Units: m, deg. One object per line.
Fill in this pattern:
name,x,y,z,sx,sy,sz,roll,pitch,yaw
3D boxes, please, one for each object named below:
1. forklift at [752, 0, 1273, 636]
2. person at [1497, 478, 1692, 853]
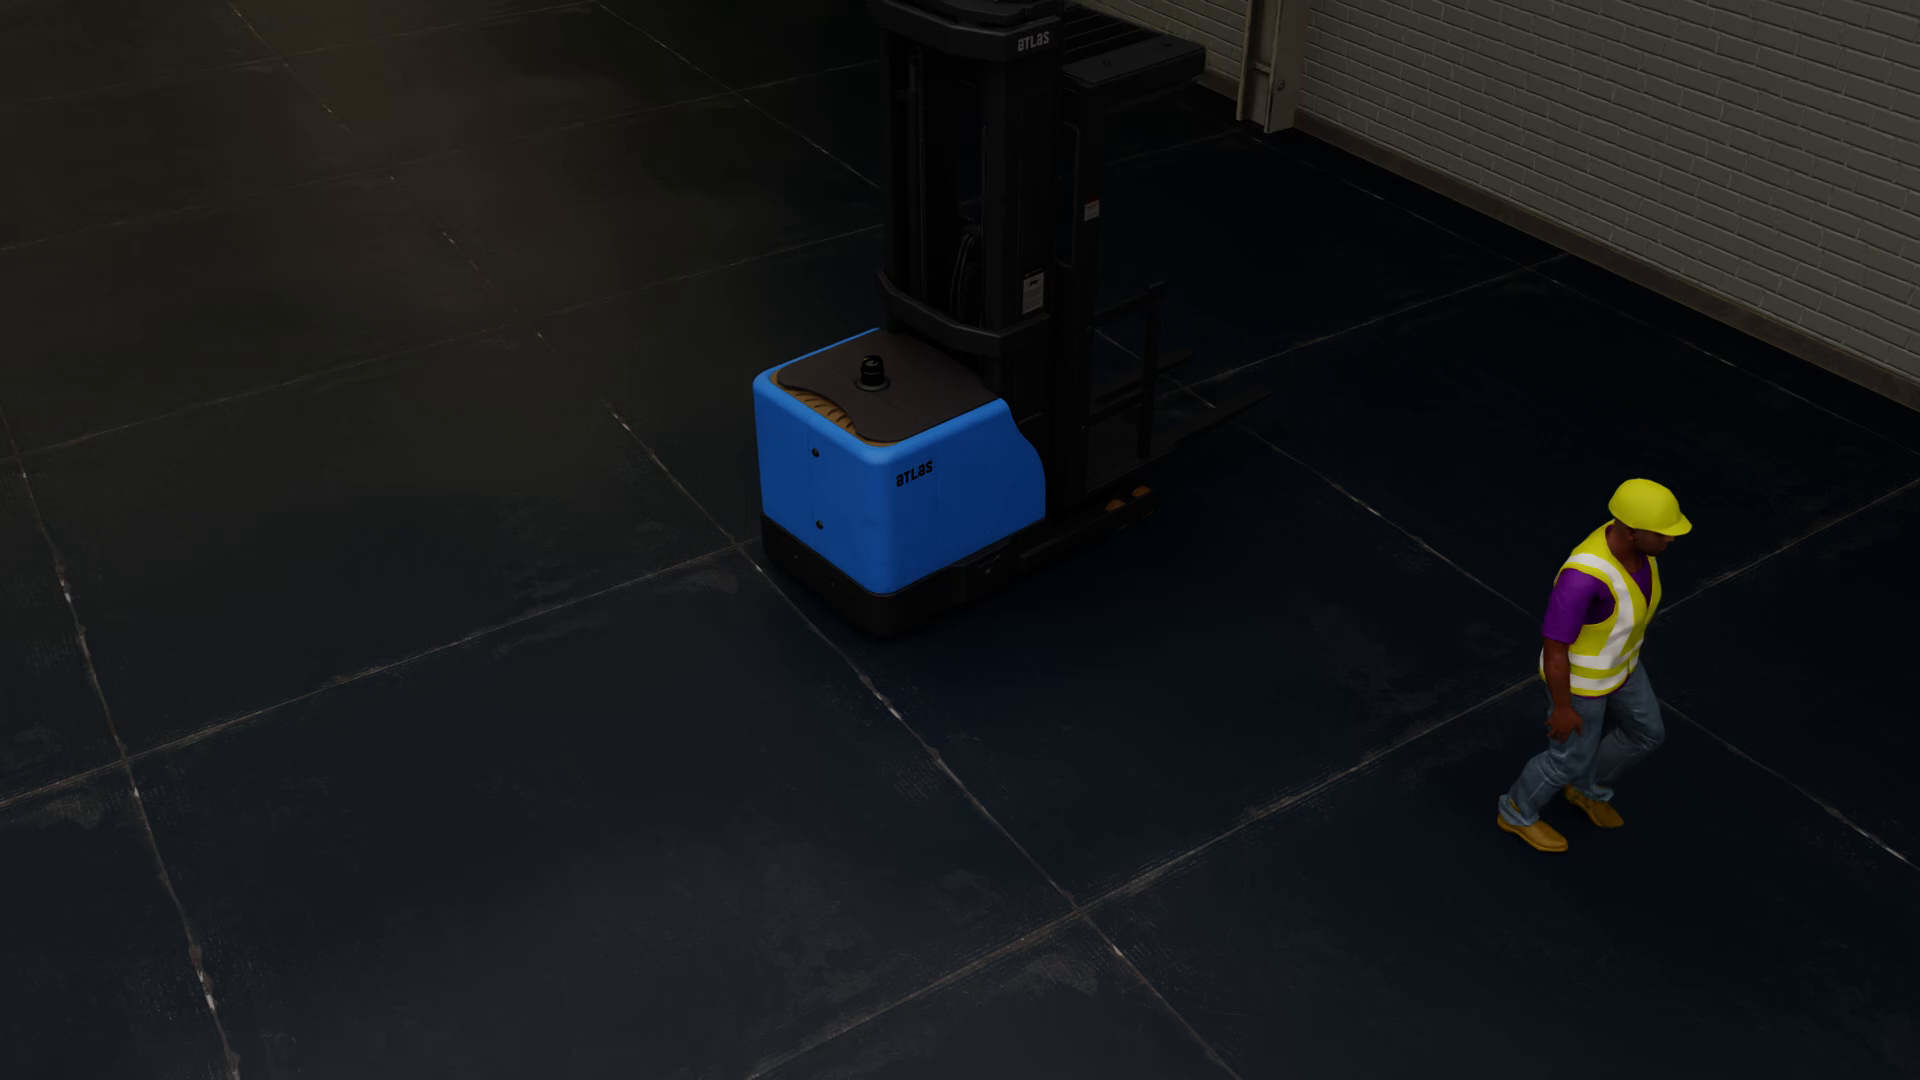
forklift,0.434,-1.453,8.216,3.031,2.935,1.130,-26,43,-32
person,2.493,0.533,6.459,0.496,1.786,0.677,27,43,33
